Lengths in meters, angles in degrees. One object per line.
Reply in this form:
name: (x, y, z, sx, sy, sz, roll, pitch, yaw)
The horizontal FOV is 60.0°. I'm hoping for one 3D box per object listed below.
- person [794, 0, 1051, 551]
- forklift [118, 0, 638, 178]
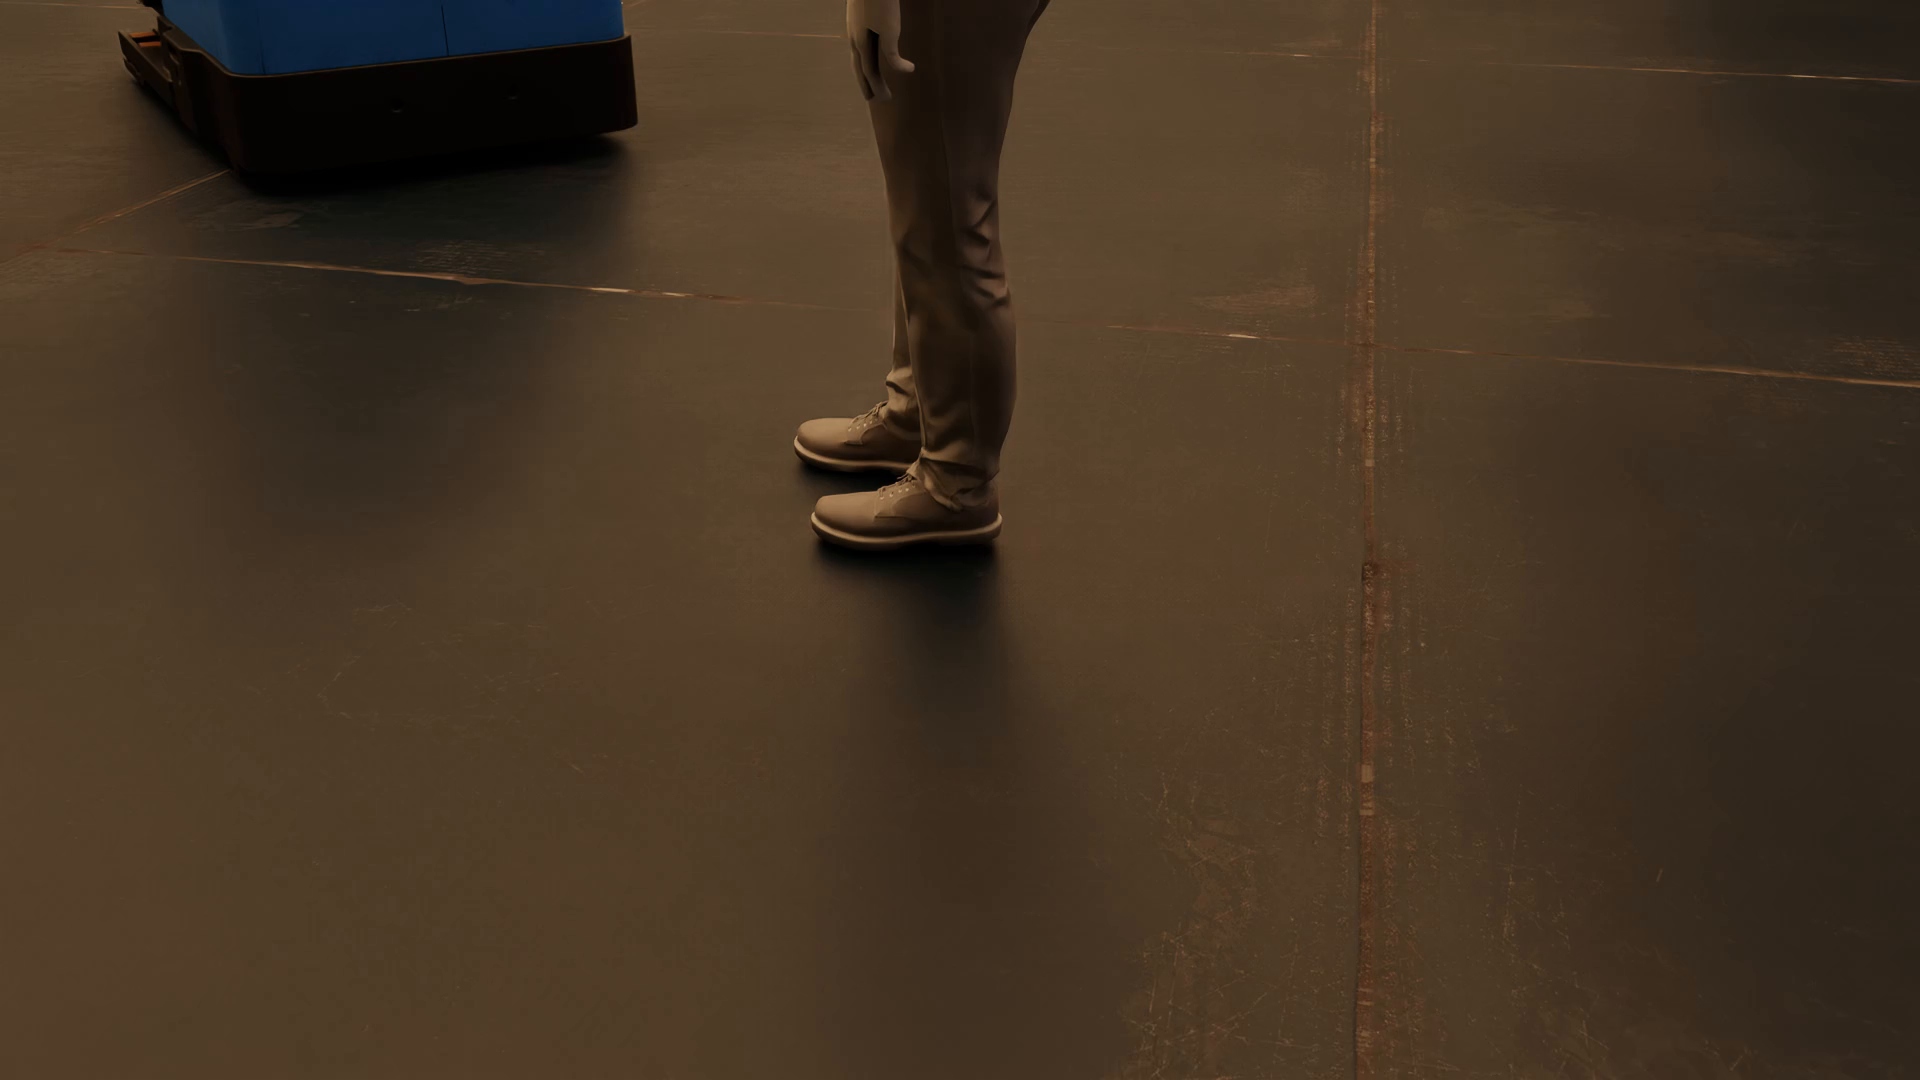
person: (-0.075, -0.773, 2.147, 0.508, 1.683, 0.568, 6, 27, 11)
forklift: (-2.109, -2.841, 4.878, 1.130, 2.935, 3.031, -16, 31, -28)
